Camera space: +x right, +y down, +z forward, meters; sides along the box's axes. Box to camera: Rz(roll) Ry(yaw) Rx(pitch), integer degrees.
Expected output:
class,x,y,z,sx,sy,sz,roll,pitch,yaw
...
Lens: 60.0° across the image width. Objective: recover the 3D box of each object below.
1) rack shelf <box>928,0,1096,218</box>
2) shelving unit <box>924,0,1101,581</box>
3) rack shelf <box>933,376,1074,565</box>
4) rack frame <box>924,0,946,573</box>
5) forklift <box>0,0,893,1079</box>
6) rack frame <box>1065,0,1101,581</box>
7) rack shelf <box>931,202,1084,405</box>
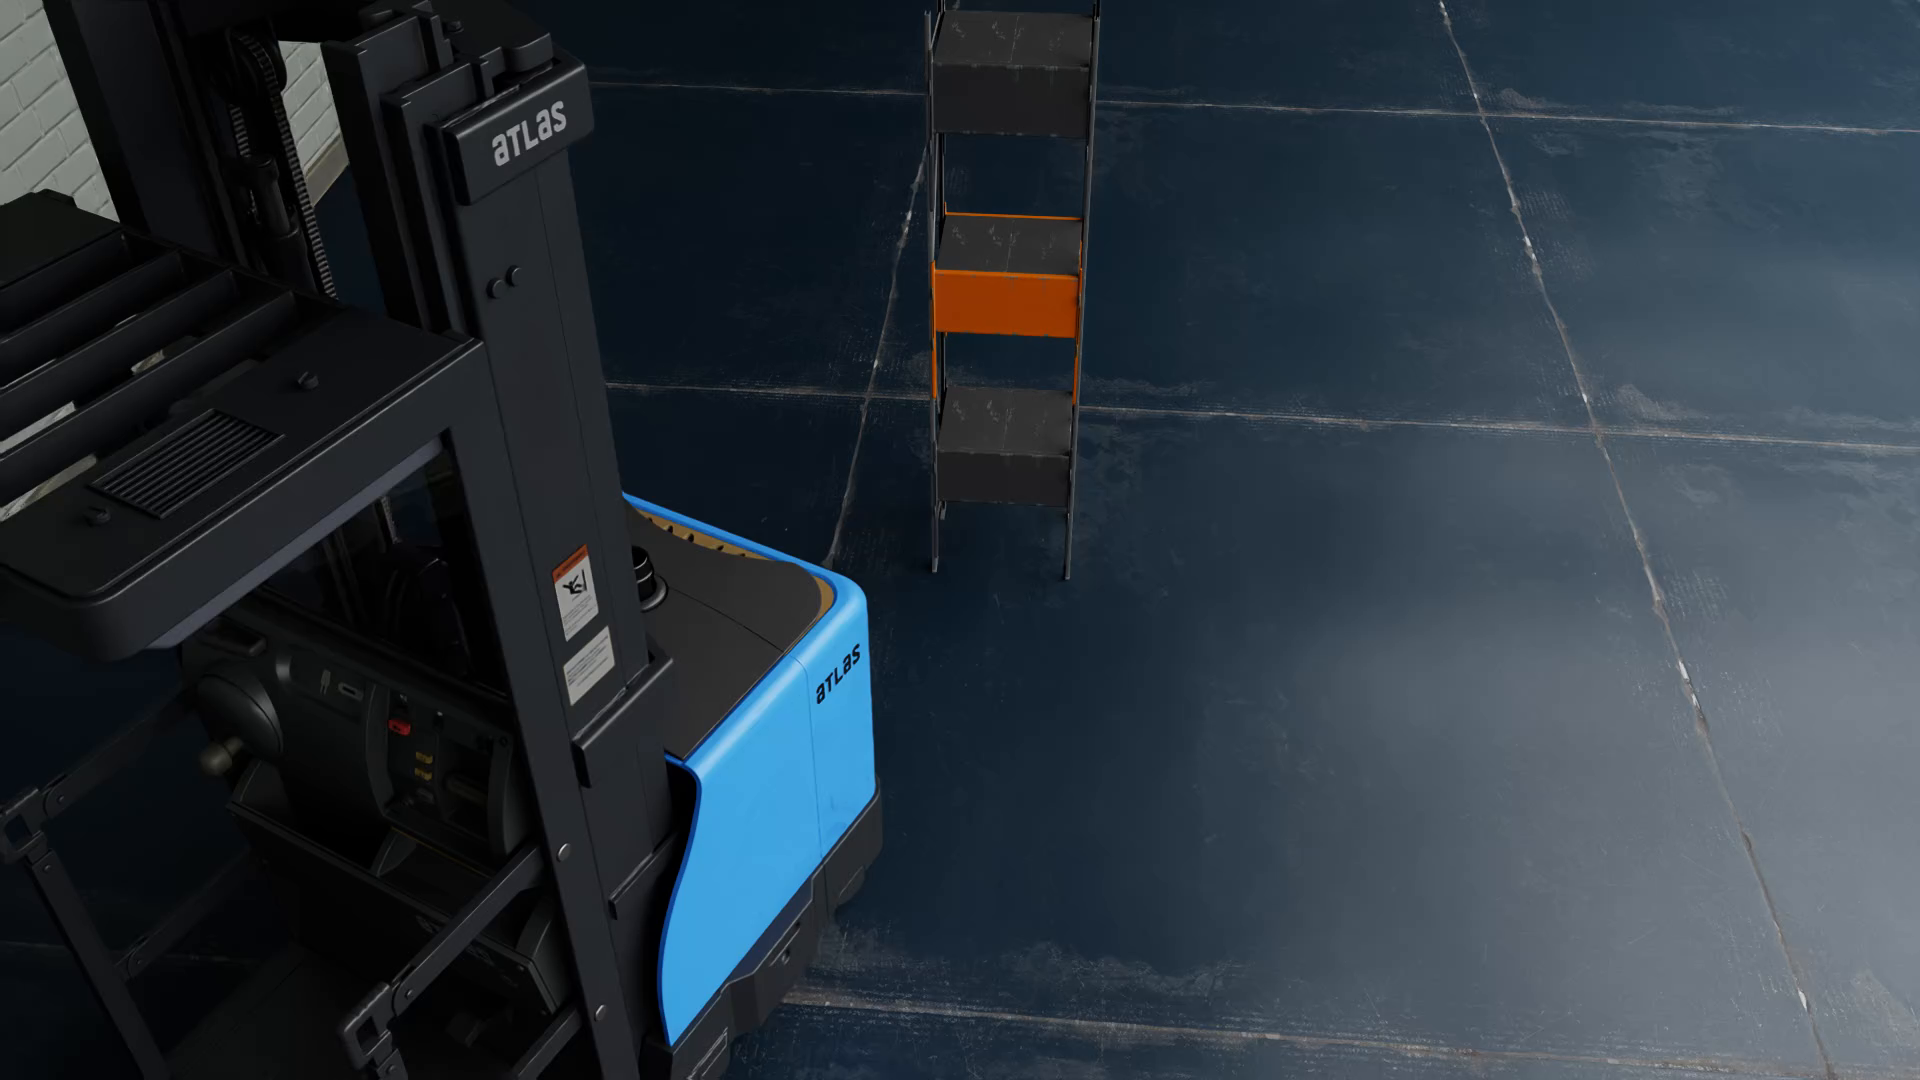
class,x,y,z,sx,sy,sz,roll,pitch,yaw
rack shelf,0.165,-1.338,5.143,0.480,0.518,0.431,3,39,4
shelving unit,0.165,-0.805,5.576,0.503,2.100,0.431,3,39,4
rack shelf,0.165,-0.252,6.027,0.480,0.518,0.431,3,39,4
rack frame,-0.078,-0.819,5.592,0.015,2.100,0.400,3,39,4
forklift,-1.368,0.440,3.388,1.130,2.935,3.031,20,43,22
rack frame,0.408,-0.792,5.560,0.015,2.100,0.400,3,39,4
rack shelf,0.165,-0.795,5.585,0.480,0.518,0.431,3,39,4
